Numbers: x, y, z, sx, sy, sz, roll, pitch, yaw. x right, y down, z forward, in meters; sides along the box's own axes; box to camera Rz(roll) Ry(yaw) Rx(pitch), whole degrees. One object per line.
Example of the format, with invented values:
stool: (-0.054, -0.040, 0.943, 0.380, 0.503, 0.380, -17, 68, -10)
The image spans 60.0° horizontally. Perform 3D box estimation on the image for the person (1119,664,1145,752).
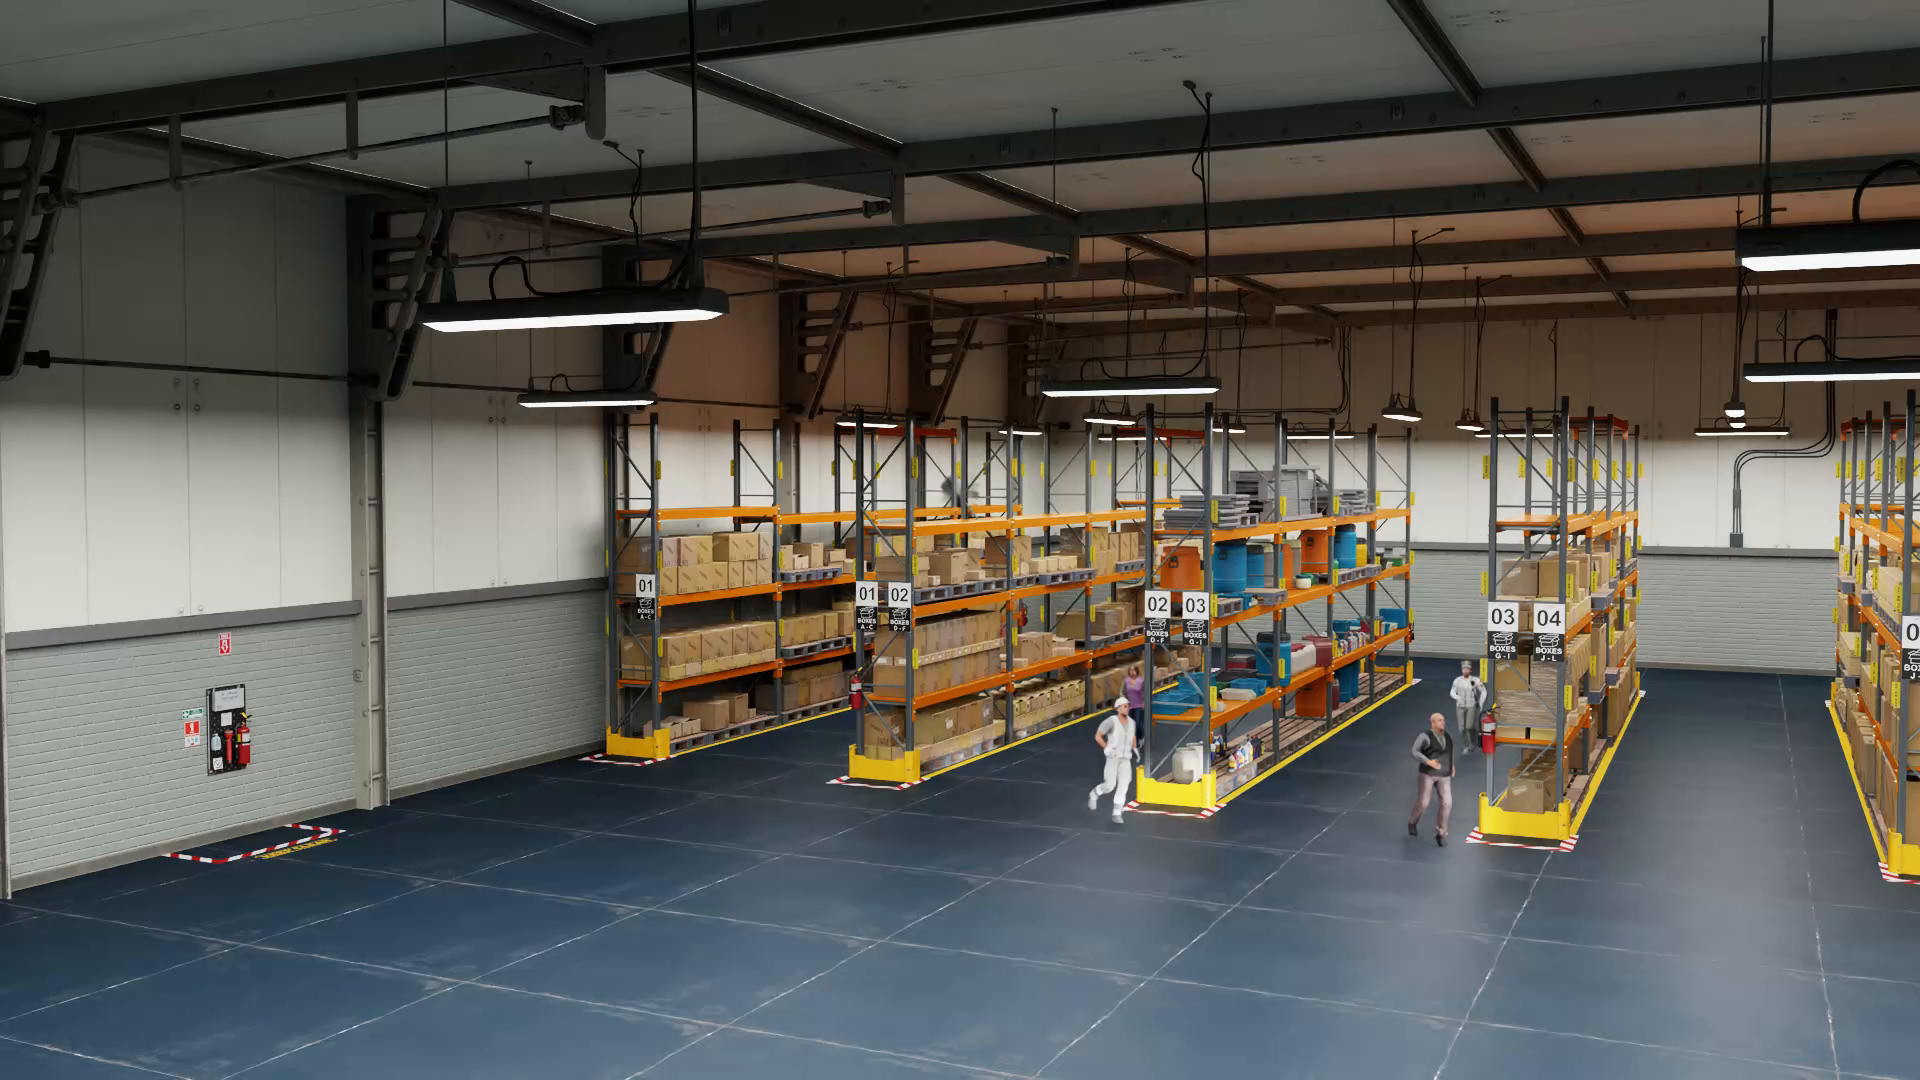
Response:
person: (3.065, 2.977, 29.415, 0.540, 1.561, 0.520, 1, 3, 19)

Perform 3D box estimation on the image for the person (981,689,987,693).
person: (0.538, 2.613, 36.956, 0.663, 1.698, 0.752, 1, 2, 13)

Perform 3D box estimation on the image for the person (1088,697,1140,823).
person: (2.293, 3.128, 23.800, 0.707, 1.736, 0.824, -1, 3, -26)

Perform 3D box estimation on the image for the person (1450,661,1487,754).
person: (8.875, 2.942, 29.118, 0.597, 1.660, 0.569, 1, 3, 29)

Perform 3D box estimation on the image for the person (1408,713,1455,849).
person: (6.393, 3.202, 22.365, 0.696, 1.746, 0.868, 0, 2, -10)
